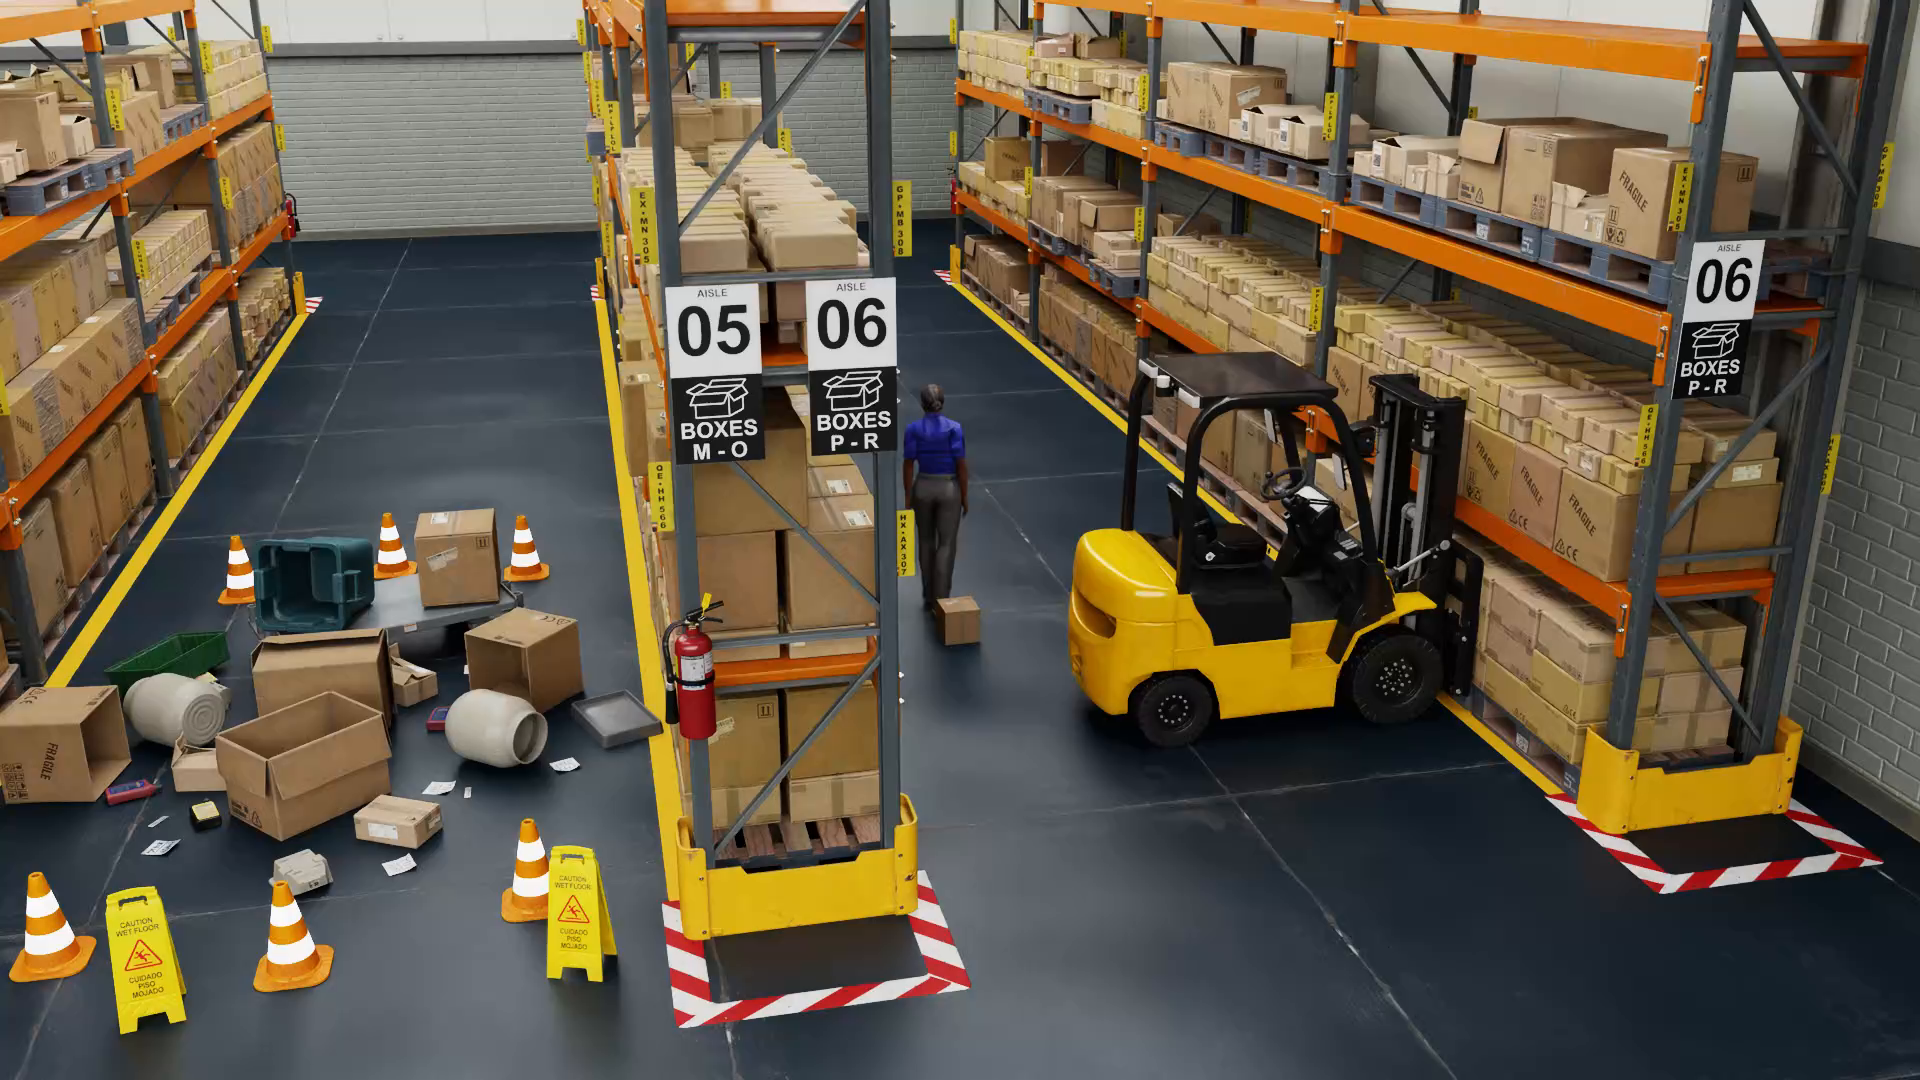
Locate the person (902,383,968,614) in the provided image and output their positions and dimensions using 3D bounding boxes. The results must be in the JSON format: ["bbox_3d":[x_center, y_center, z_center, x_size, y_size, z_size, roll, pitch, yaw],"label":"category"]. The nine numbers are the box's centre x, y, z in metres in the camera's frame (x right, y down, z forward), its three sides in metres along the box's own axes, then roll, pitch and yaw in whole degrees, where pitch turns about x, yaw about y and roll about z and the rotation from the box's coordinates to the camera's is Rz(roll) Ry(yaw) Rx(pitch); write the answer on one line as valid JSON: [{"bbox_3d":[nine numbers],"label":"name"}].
[{"bbox_3d":[-0.172,-0.296,11.909,0.492,1.647,0.555,4,20,12],"label":"person"}]
